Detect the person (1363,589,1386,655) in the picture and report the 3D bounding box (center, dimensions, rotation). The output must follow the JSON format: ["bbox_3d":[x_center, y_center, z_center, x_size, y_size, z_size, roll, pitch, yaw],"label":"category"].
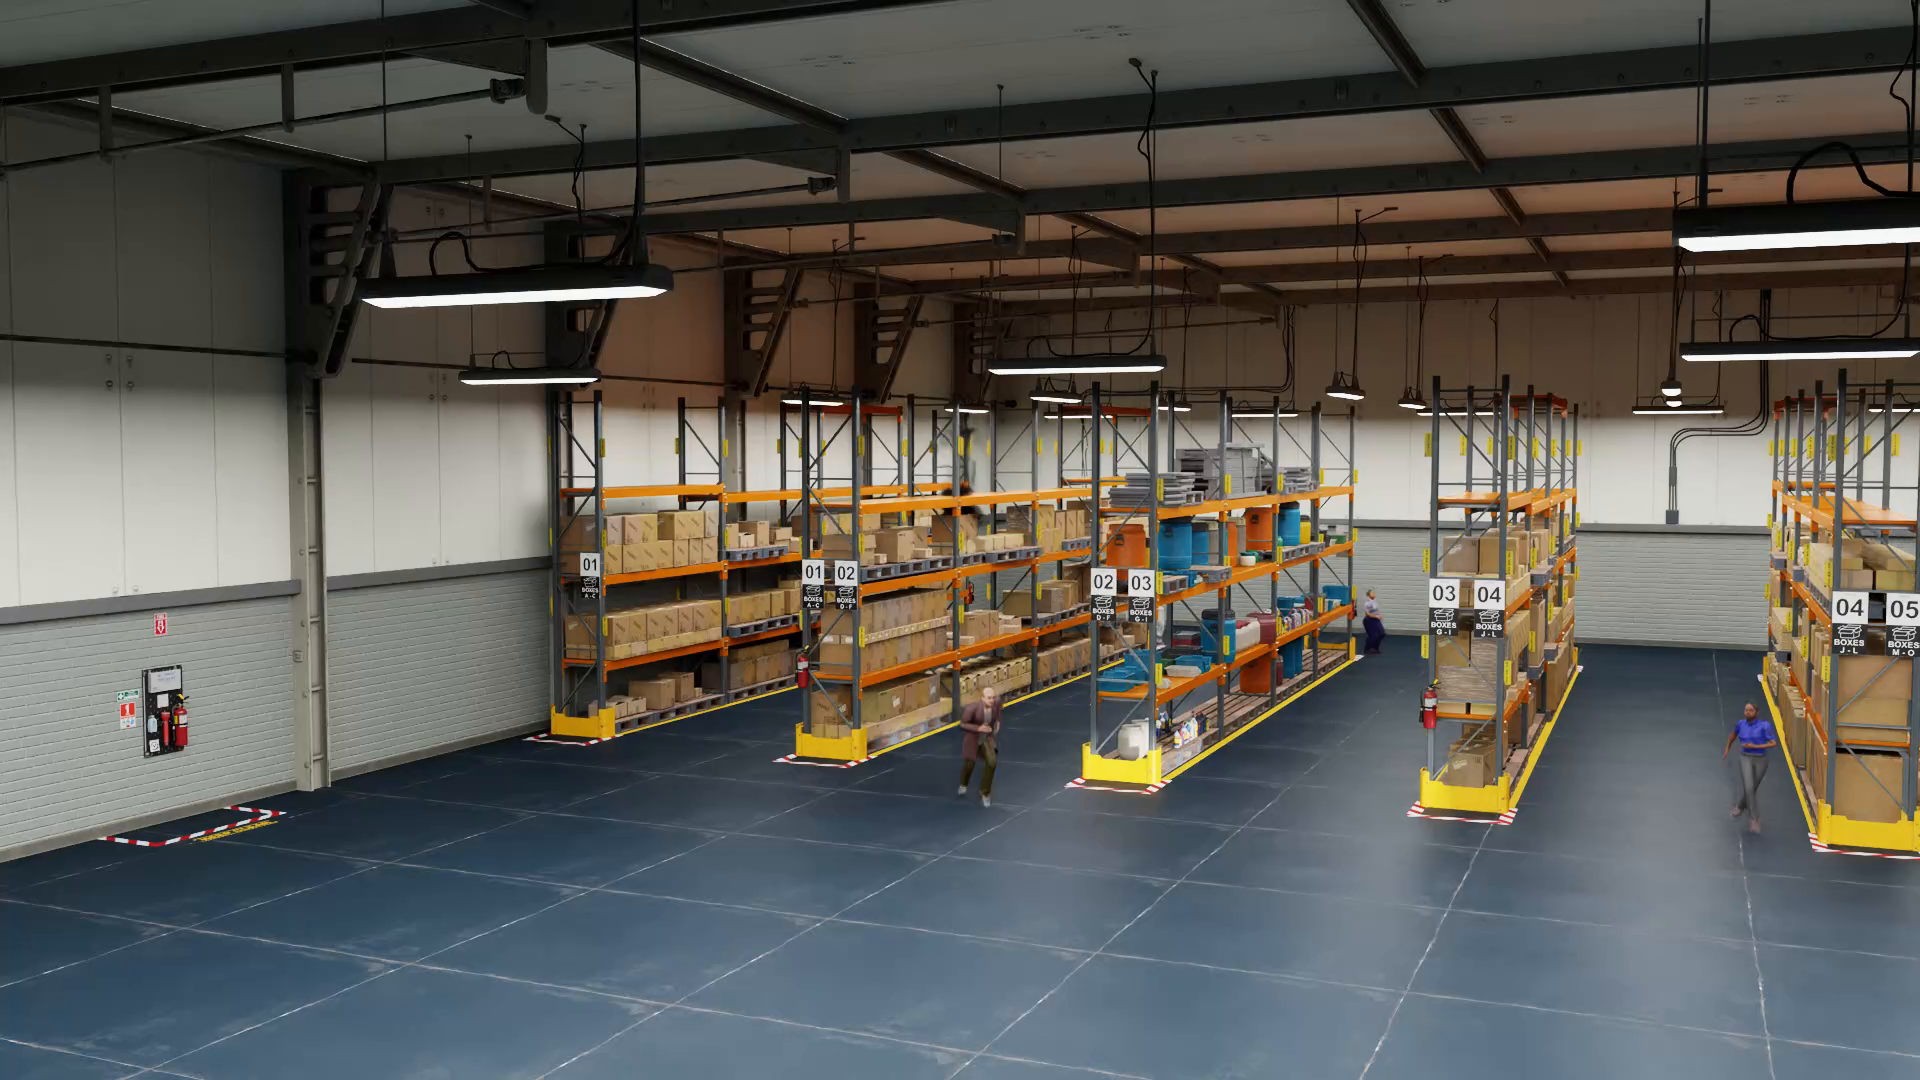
[{"bbox_3d":[9.966,1.990,40.153,0.663,1.626,0.586,-3,4,-44],"label":"person"}]

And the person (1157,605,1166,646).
[{"bbox_3d":[5.032,1.801,42.332,0.563,1.754,0.694,2,4,38],"label":"person"}]

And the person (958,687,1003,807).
[{"bbox_3d":[0.261,2.898,23.491,0.752,1.729,1.072,-2,3,-25],"label":"person"}]

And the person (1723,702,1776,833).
[{"bbox_3d":[10.450,2.973,22.025,0.641,1.676,0.811,2,4,27],"label":"person"}]
